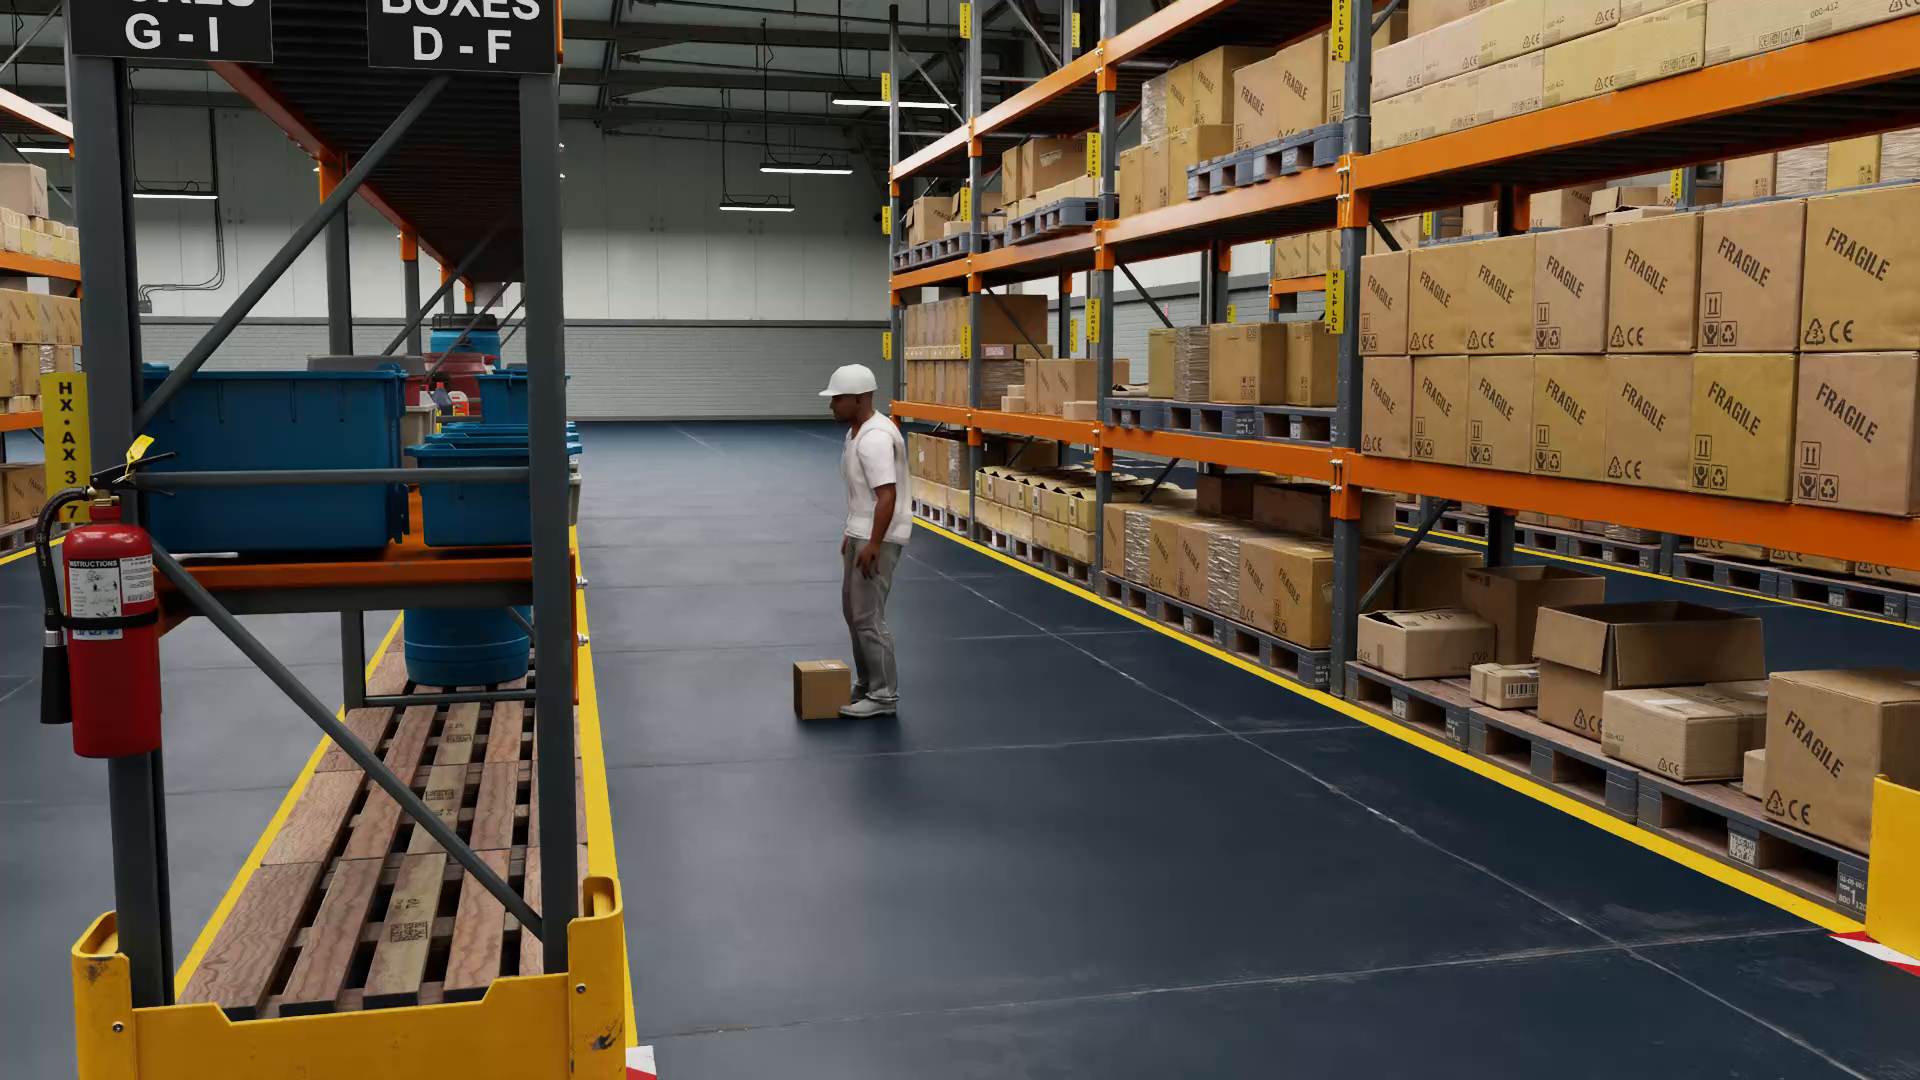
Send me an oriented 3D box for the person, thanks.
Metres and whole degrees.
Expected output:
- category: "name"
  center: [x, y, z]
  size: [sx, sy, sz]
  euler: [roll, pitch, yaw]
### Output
- category: "person"
  center: [-0.478, -0.002, 8.394]
  size: [0.460, 1.760, 0.627]
  euler: [-1, 6, -13]
